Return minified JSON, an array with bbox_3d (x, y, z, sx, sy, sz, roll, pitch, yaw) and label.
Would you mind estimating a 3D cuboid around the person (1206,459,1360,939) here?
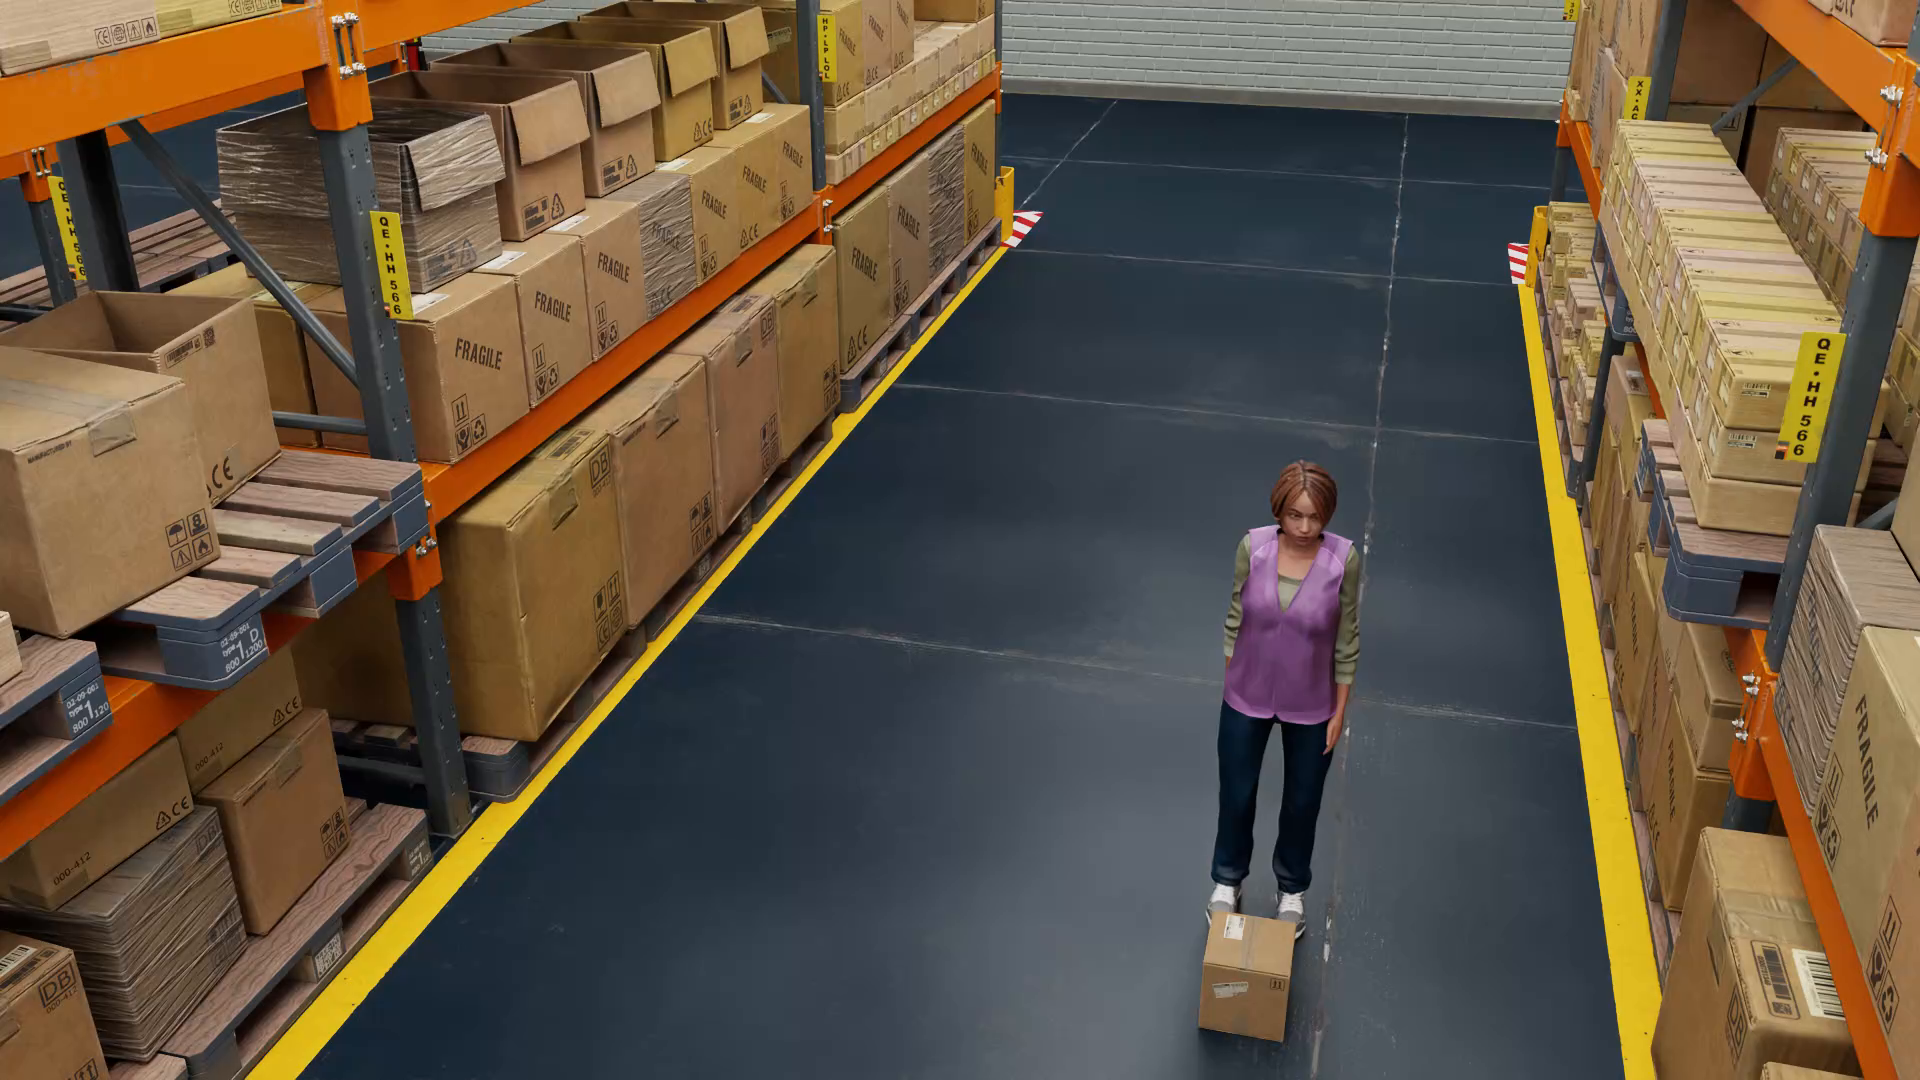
[{"bbox_3d":[0.994,0.502,5.084,0.406,1.594,0.308,7,27,14],"label":"person"}]
